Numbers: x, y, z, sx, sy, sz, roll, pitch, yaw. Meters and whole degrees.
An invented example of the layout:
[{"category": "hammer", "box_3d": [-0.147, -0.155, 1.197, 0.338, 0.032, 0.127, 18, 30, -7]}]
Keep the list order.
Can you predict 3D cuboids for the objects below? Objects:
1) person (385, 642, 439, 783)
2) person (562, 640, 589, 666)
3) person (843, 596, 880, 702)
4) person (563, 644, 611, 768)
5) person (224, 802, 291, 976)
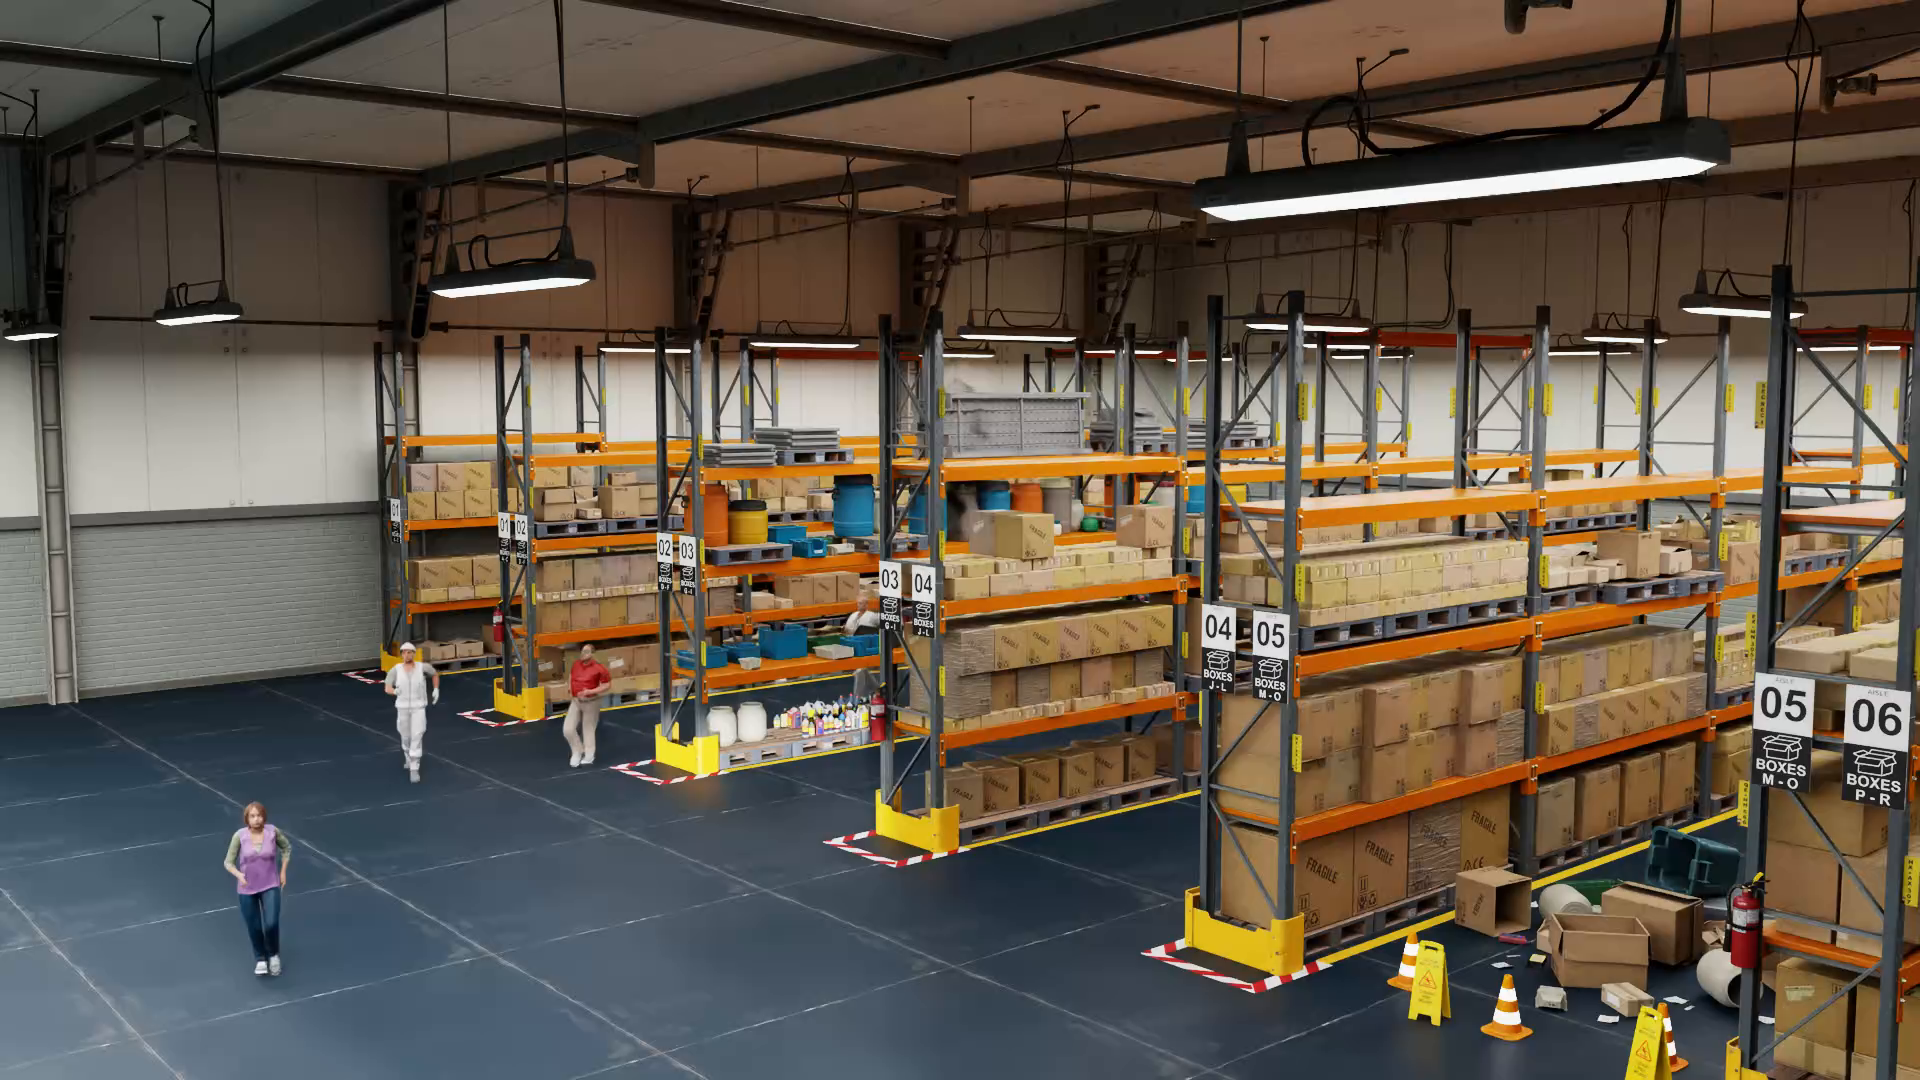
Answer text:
[{"category": "person", "box_3d": [-7.290, 2.248, 22.098, 0.670, 1.775, 0.992, -1, 5, -10]}, {"category": "person", "box_3d": [-6.647, 1.705, 28.783, 0.546, 1.695, 0.676, 4, 6, 35]}, {"category": "person", "box_3d": [-1.556, 1.819, 26.856, 0.678, 1.829, 0.924, 5, 7, 43]}, {"category": "person", "box_3d": [-5.081, 2.269, 22.646, 0.688, 1.728, 0.614, 2, 5, 16]}, {"category": "person", "box_3d": [-6.108, 3.057, 14.485, 0.541, 1.568, 0.604, -2, 6, -21]}]
